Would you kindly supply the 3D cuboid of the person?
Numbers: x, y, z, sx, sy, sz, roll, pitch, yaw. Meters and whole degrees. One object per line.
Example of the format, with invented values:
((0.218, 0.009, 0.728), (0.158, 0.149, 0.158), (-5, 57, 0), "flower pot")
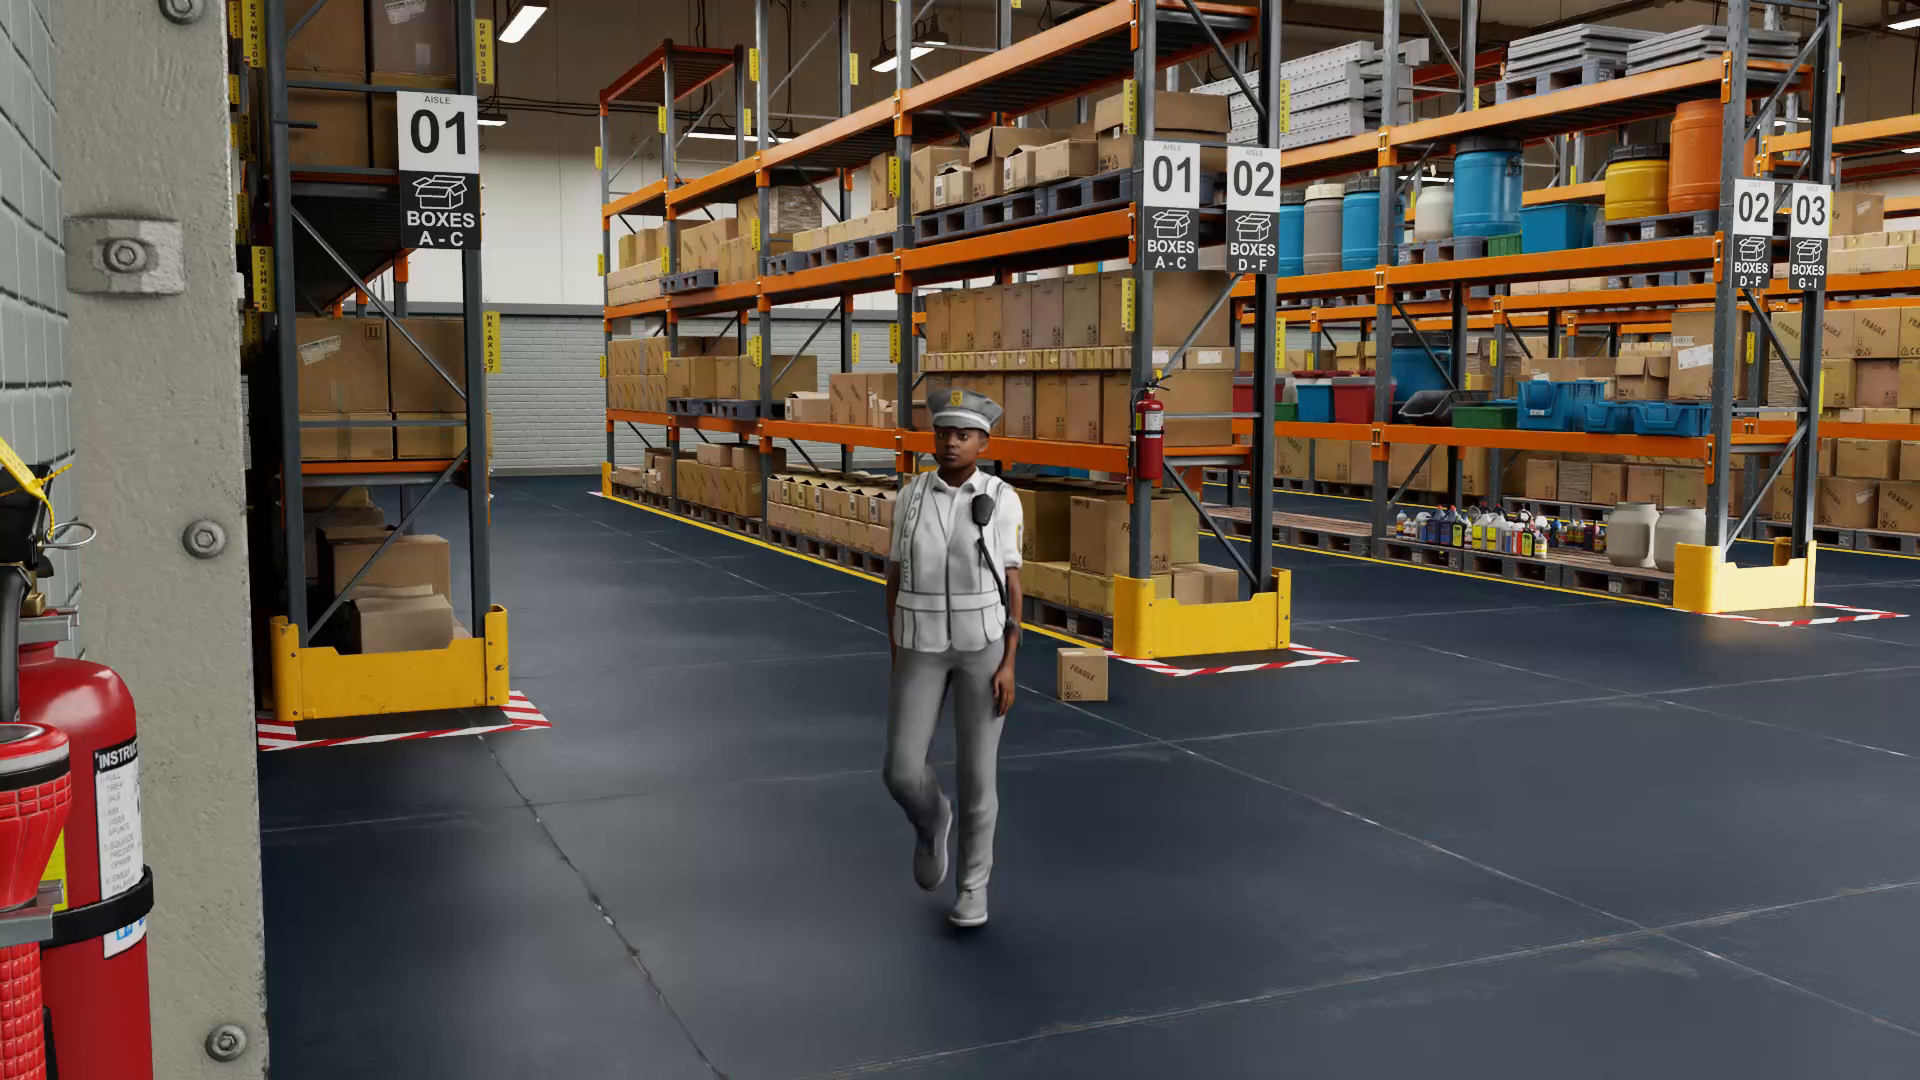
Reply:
((-0.018, 0.356, 5.321), (0.444, 1.685, 0.480), (1, 6, 7), "person")
